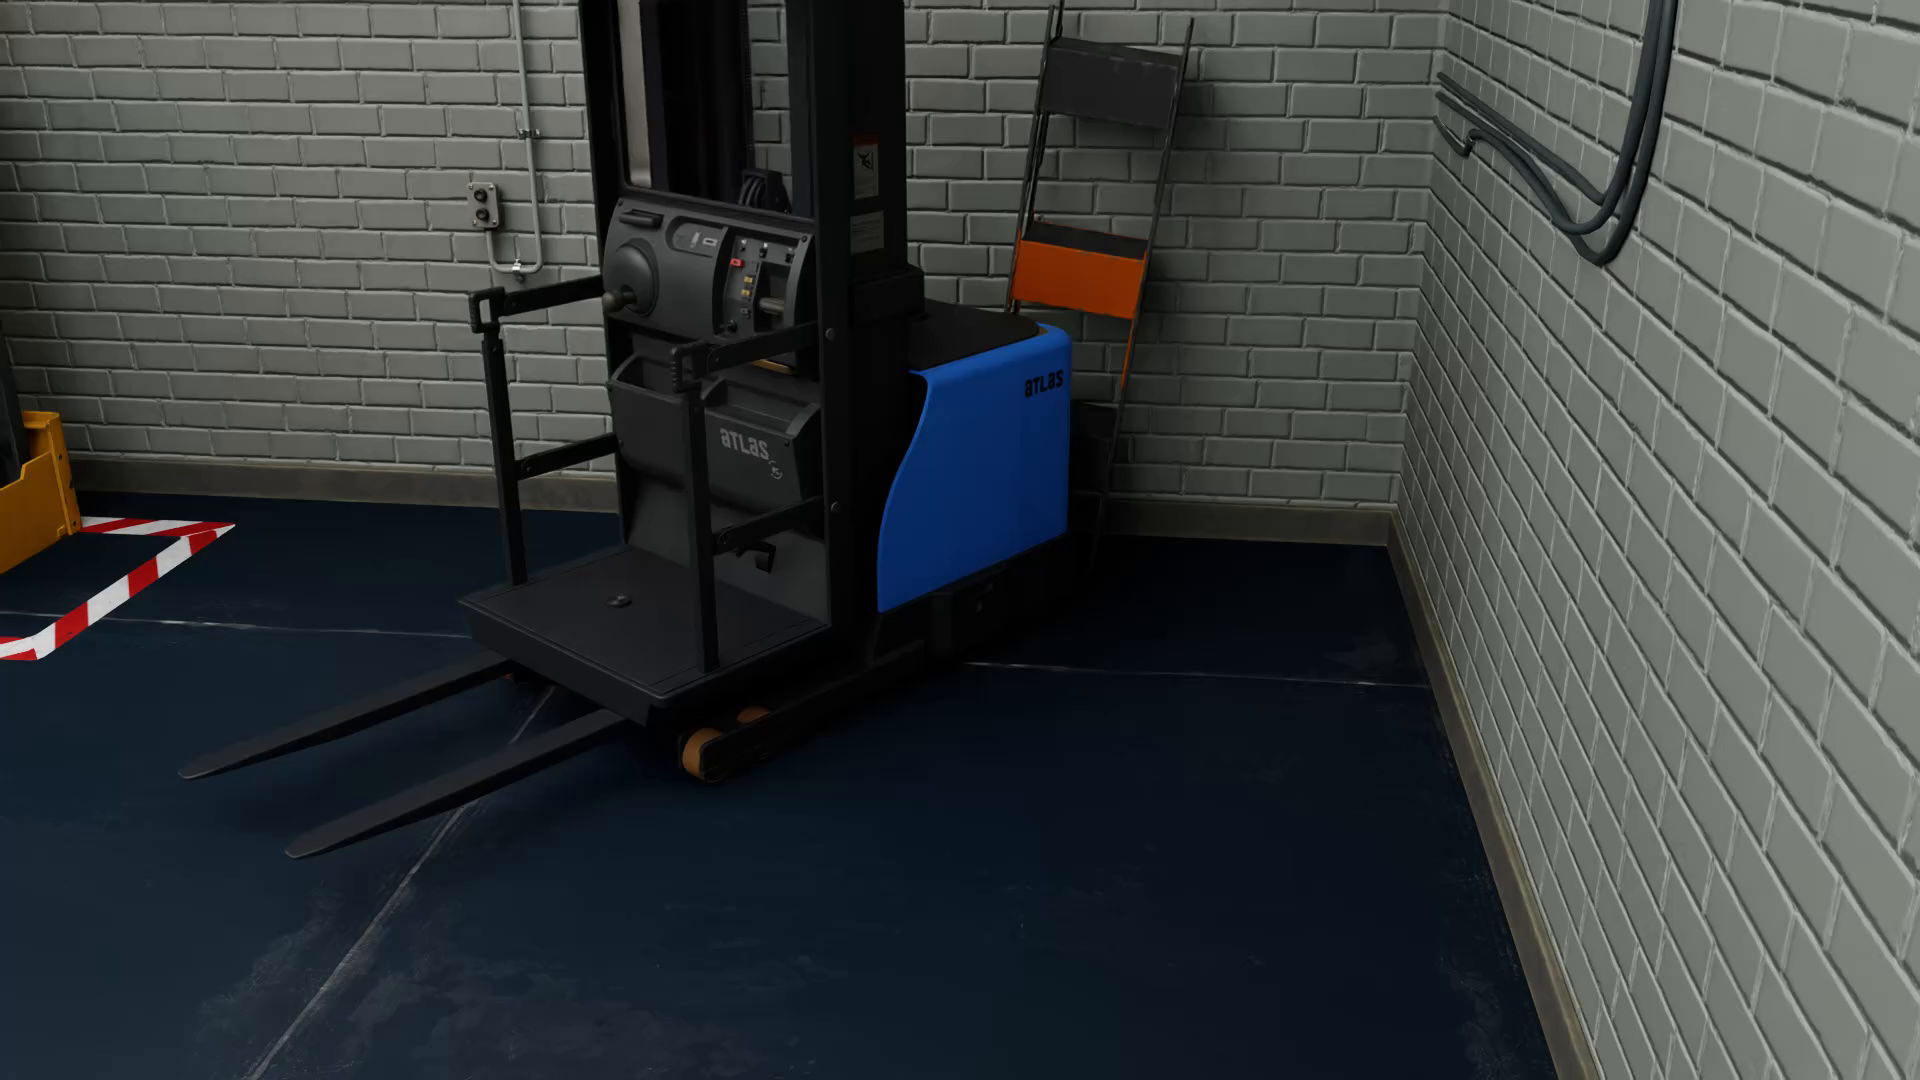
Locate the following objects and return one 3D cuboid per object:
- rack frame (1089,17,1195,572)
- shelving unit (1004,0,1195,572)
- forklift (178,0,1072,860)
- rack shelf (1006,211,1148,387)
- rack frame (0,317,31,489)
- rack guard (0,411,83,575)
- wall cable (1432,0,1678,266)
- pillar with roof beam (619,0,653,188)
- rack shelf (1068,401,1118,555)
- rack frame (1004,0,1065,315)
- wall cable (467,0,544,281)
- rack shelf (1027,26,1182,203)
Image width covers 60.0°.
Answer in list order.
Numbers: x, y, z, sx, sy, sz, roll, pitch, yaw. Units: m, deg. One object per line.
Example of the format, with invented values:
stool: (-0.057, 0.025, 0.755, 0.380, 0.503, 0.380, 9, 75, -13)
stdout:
rack frame: (0.691, -0.904, 6.380, 0.015, 2.100, 0.400, 11, 23, 6)
shelving unit: (0.453, -0.949, 6.404, 0.503, 2.100, 0.431, 11, 23, 6)
forklift: (-0.943, -0.833, 5.061, 1.130, 2.935, 3.031, 18, 28, 38)
rack shelf: (0.451, -0.937, 6.409, 0.480, 0.518, 0.431, 11, 23, 6)
rack frame: (-3.985, -1.256, 6.037, 0.127, 3.000, 1.000, 2, 22, 6)
rack guard: (-3.961, -0.093, 6.494, 0.348, 0.500, 1.175, 2, 22, 6)
wall cable: (1.590, -2.227, 4.556, 0.112, 2.526, 3.097, 2, 22, 6)
pillar with roof beam: (-1.708, -2.673, 1.462, 0.400, 9.000, 9.100, 2, 22, 6)
rack shelf: (0.357, -0.298, 6.679, 0.480, 0.518, 0.431, 11, 23, 6)
rack frame: (0.214, -0.994, 6.429, 0.015, 2.100, 0.400, 11, 23, 6)
wall cable: (-2.602, -2.018, 6.584, 1.851, 1.984, 0.084, 2, 22, 6)
rack shelf: (0.544, -1.576, 6.139, 0.480, 0.518, 0.431, 11, 23, 6)
